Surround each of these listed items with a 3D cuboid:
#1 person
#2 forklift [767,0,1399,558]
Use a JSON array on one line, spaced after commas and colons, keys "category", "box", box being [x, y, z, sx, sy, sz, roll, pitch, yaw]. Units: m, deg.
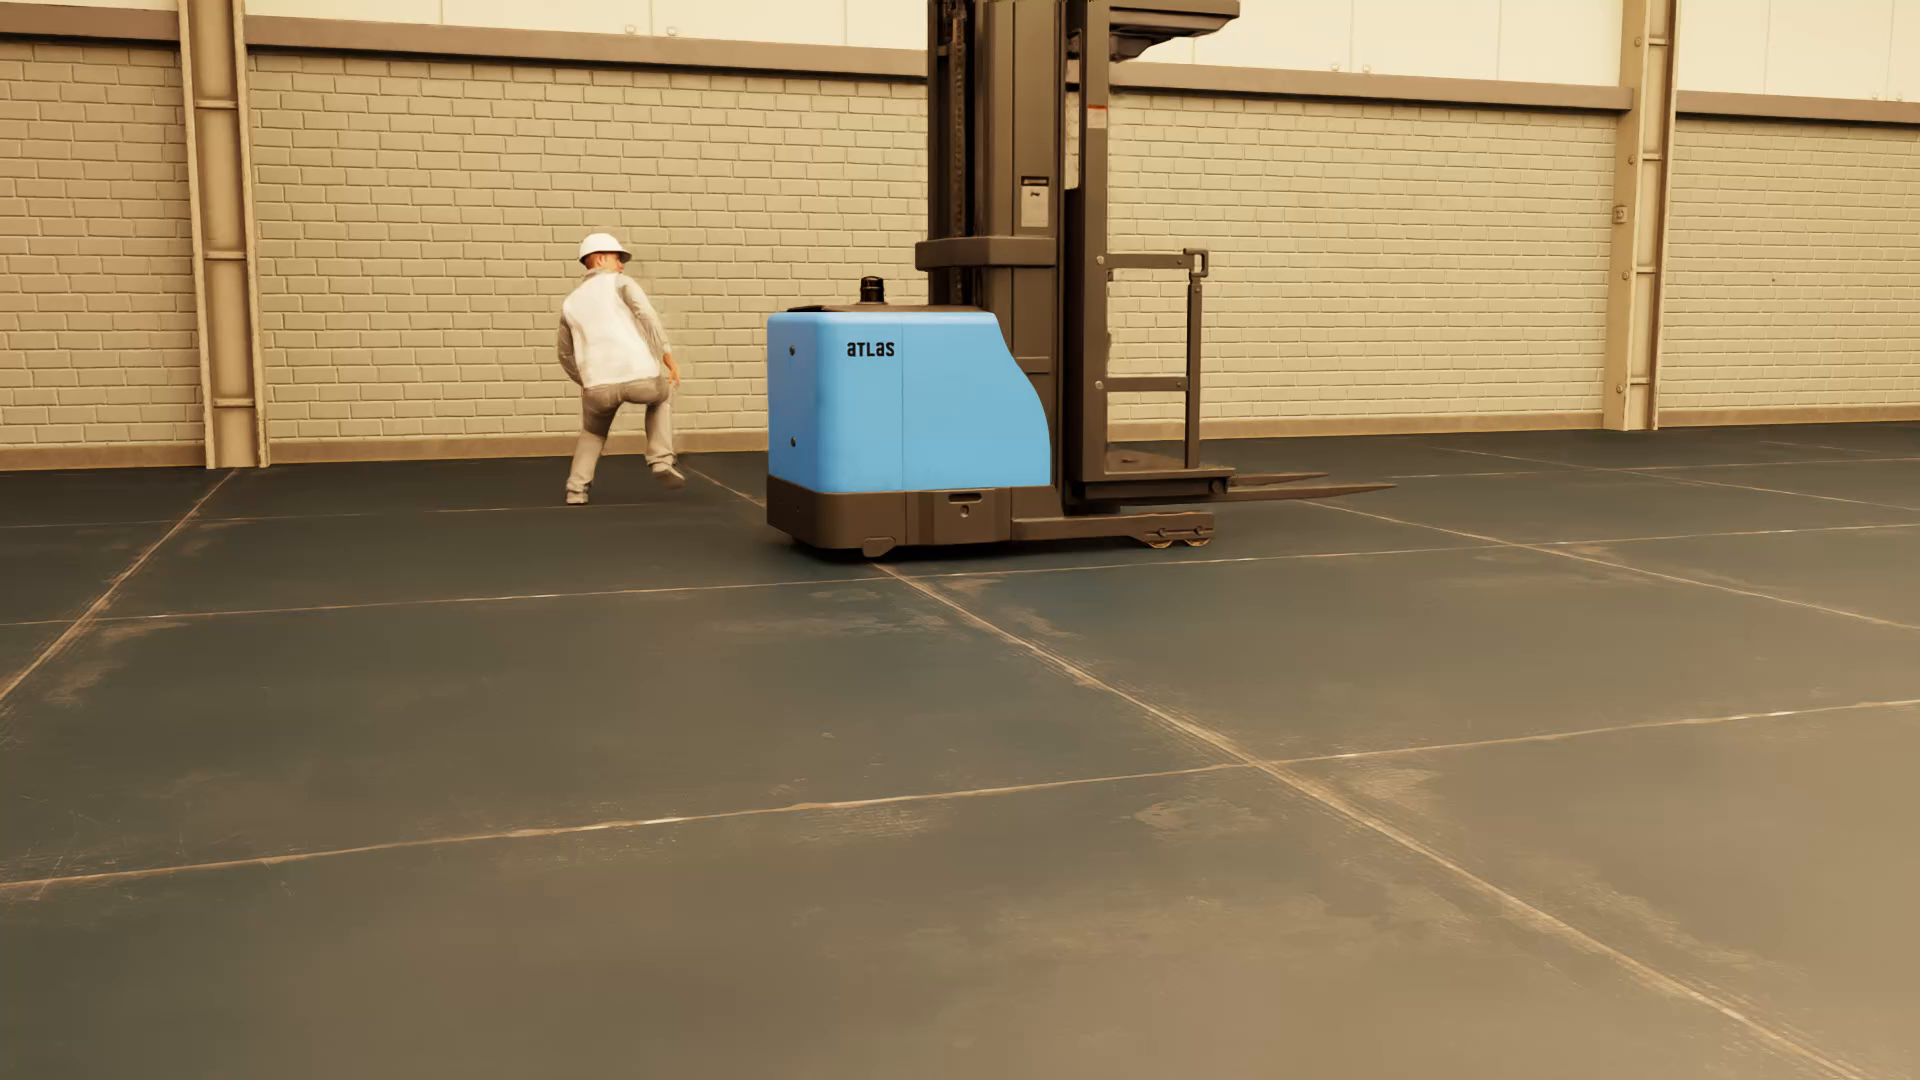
[{"category": "person", "box": [-1.924, -0.967, 9.485, 0.772, 1.547, 0.688, 0, 8, 3]}, {"category": "forklift", "box": [0.649, -1.475, 7.889, 3.031, 2.935, 1.130, -3, 8, -20]}]
